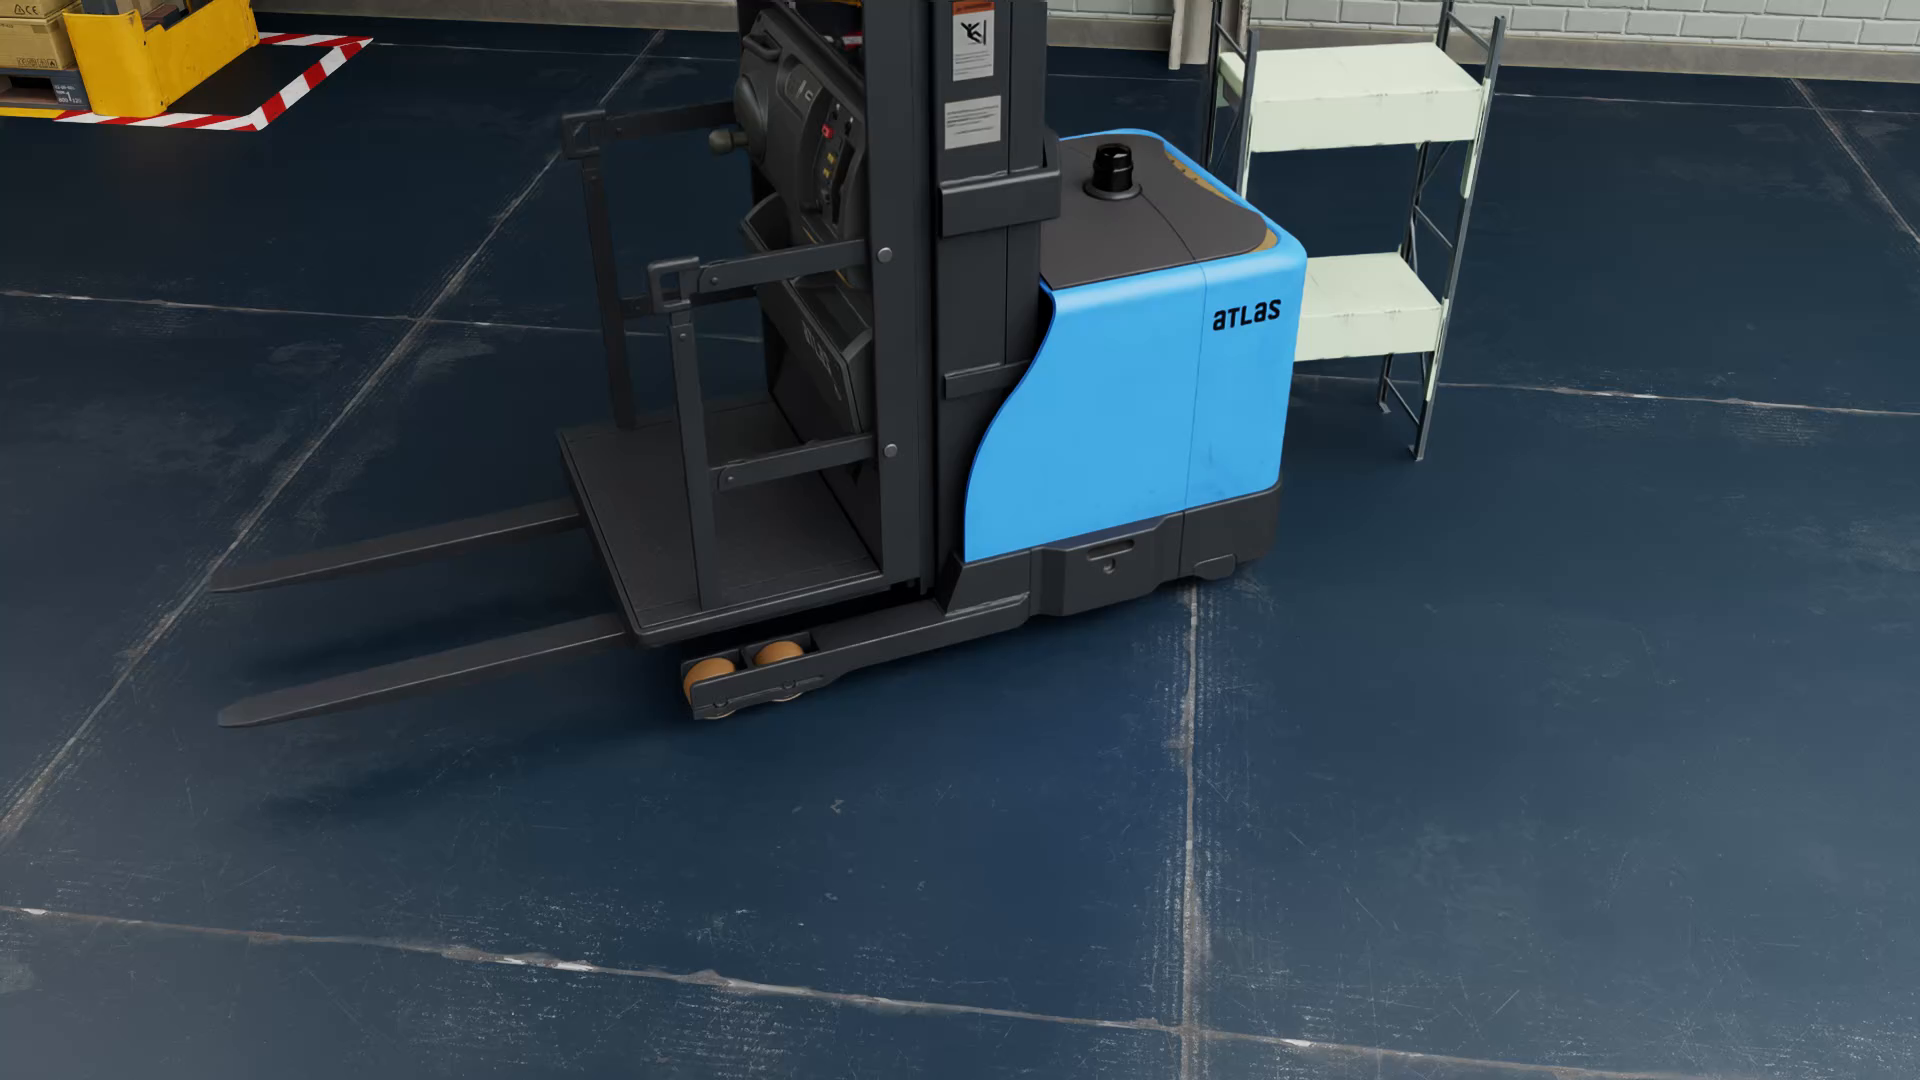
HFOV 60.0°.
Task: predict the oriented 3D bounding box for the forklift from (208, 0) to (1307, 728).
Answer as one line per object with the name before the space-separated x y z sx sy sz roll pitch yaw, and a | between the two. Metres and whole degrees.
forklift | -0.599 -1.051 4.199 3.031 2.935 1.130 -13 38 -18

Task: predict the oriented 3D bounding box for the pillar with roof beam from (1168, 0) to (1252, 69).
pillar with roof beam | 0.758 -3.724 2.722 0.400 9.000 9.100 4 36 6

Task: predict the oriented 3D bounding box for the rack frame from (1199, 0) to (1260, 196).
rack frame | 0.802 -0.931 5.263 0.023 1.500 0.400 -5 36 -7

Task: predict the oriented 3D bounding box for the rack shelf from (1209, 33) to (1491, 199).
rack shelf | 1.164 -1.280 5.080 0.720 0.370 0.431 -5 36 -7

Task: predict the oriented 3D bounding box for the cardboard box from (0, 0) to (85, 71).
cardboard box | -4.575 -2.540 8.233 0.500 0.250 0.500 5 36 6

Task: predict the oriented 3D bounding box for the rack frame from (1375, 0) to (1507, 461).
rack frame | 1.526 -0.993 5.351 0.023 1.500 0.400 -5 36 -7

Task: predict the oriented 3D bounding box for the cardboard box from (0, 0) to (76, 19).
cardboard box | -4.592 -2.747 8.092 0.500 0.250 0.500 4 36 5

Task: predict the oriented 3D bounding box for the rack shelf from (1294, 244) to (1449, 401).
rack shelf | 1.164 -0.697 5.496 0.720 0.370 0.431 -5 36 -7

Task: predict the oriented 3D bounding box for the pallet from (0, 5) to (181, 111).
pallet | -4.833 -2.533 8.618 1.213 0.211 1.003 4 36 6

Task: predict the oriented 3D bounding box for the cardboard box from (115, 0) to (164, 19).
cardboard box | -4.531 -2.837 8.648 0.500 0.250 0.500 4 36 6

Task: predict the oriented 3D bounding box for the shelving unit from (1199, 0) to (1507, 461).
shelving unit | 1.164 -0.962 5.307 0.755 1.500 0.431 -5 36 -7

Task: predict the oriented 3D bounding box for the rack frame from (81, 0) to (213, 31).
rack frame | -4.069 -3.636 7.762 0.127 3.000 1.000 4 36 6

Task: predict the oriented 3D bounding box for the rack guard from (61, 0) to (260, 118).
rack guard | -4.045 -2.617 8.486 0.348 0.500 1.175 4 36 6

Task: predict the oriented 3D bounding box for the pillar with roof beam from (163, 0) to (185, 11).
pillar with roof beam | -5.193 -4.168 3.344 0.400 9.000 9.100 4 36 6
